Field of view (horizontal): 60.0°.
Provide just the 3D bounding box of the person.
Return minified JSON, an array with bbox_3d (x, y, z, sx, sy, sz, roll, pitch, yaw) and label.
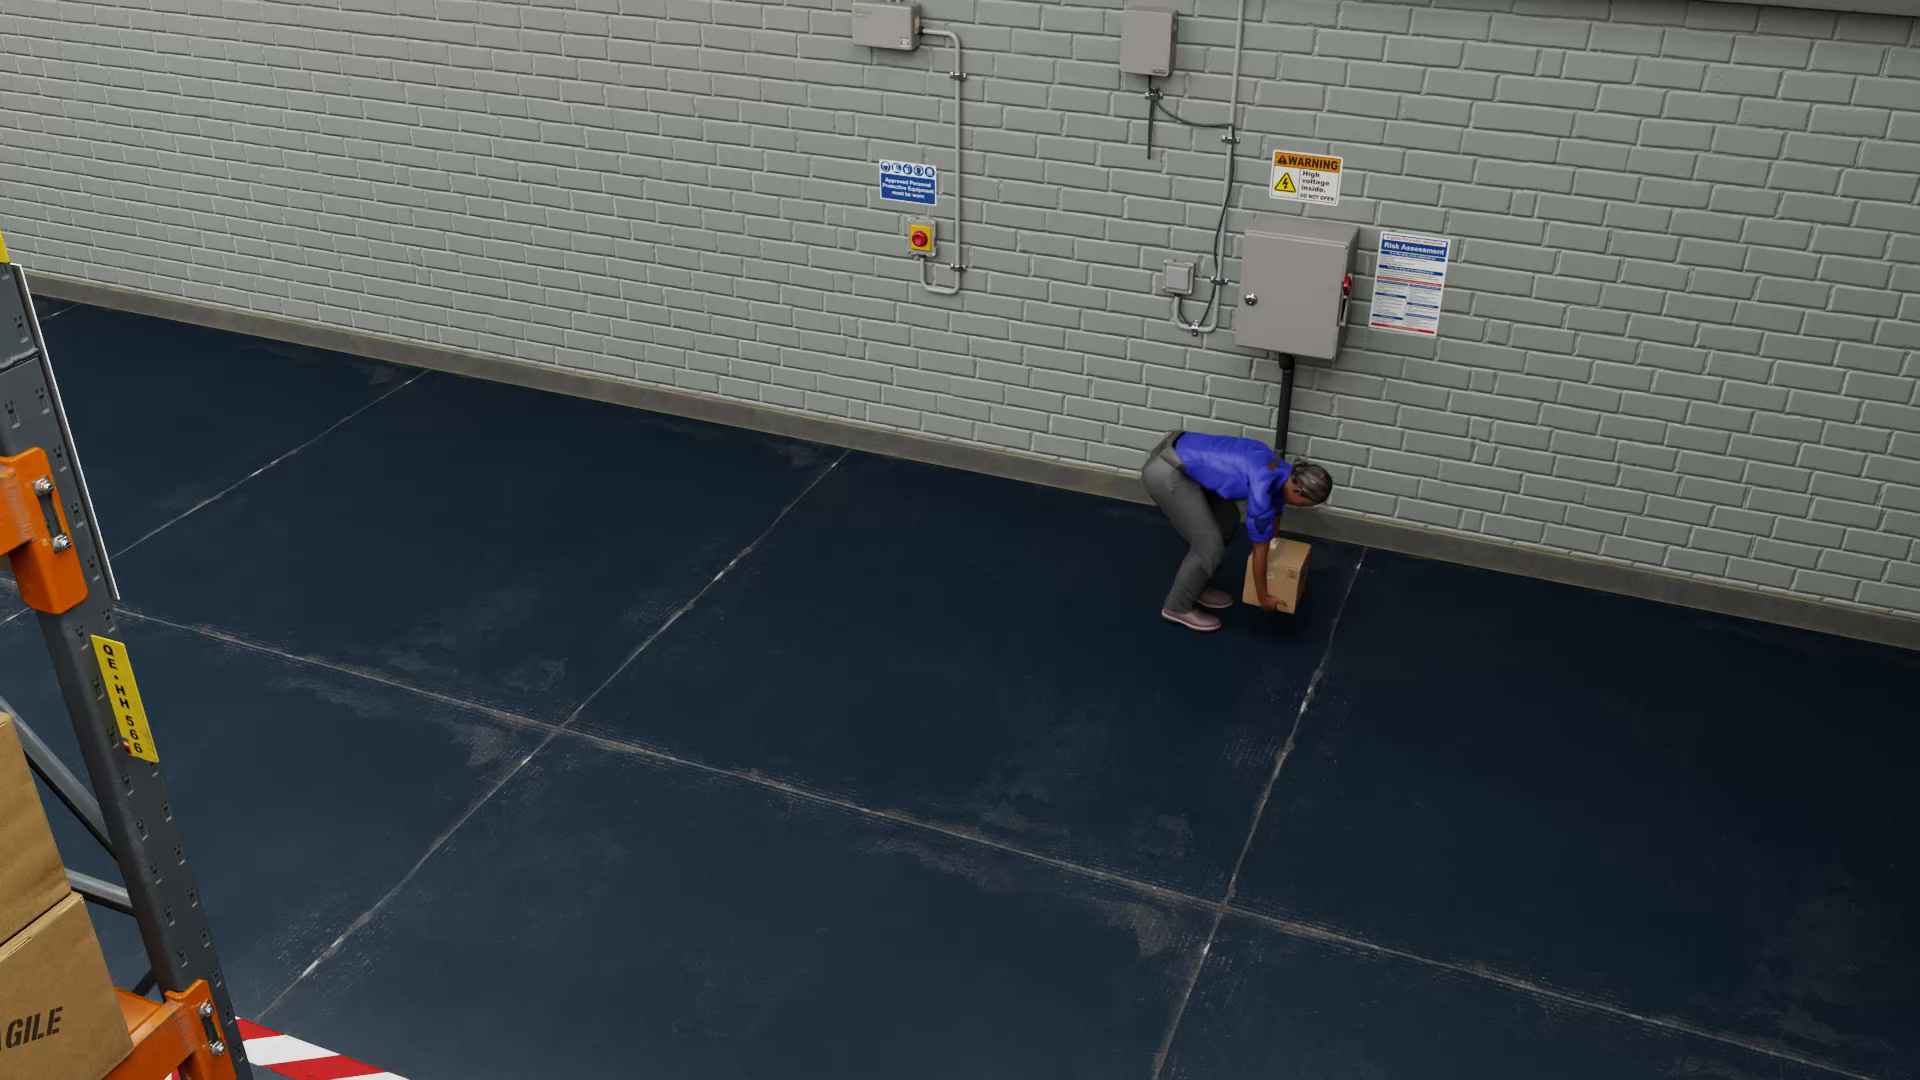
[{"bbox_3d":[1.293,-0.033,7.902,0.876,0.955,0.427,10,31,17],"label":"person"}]
